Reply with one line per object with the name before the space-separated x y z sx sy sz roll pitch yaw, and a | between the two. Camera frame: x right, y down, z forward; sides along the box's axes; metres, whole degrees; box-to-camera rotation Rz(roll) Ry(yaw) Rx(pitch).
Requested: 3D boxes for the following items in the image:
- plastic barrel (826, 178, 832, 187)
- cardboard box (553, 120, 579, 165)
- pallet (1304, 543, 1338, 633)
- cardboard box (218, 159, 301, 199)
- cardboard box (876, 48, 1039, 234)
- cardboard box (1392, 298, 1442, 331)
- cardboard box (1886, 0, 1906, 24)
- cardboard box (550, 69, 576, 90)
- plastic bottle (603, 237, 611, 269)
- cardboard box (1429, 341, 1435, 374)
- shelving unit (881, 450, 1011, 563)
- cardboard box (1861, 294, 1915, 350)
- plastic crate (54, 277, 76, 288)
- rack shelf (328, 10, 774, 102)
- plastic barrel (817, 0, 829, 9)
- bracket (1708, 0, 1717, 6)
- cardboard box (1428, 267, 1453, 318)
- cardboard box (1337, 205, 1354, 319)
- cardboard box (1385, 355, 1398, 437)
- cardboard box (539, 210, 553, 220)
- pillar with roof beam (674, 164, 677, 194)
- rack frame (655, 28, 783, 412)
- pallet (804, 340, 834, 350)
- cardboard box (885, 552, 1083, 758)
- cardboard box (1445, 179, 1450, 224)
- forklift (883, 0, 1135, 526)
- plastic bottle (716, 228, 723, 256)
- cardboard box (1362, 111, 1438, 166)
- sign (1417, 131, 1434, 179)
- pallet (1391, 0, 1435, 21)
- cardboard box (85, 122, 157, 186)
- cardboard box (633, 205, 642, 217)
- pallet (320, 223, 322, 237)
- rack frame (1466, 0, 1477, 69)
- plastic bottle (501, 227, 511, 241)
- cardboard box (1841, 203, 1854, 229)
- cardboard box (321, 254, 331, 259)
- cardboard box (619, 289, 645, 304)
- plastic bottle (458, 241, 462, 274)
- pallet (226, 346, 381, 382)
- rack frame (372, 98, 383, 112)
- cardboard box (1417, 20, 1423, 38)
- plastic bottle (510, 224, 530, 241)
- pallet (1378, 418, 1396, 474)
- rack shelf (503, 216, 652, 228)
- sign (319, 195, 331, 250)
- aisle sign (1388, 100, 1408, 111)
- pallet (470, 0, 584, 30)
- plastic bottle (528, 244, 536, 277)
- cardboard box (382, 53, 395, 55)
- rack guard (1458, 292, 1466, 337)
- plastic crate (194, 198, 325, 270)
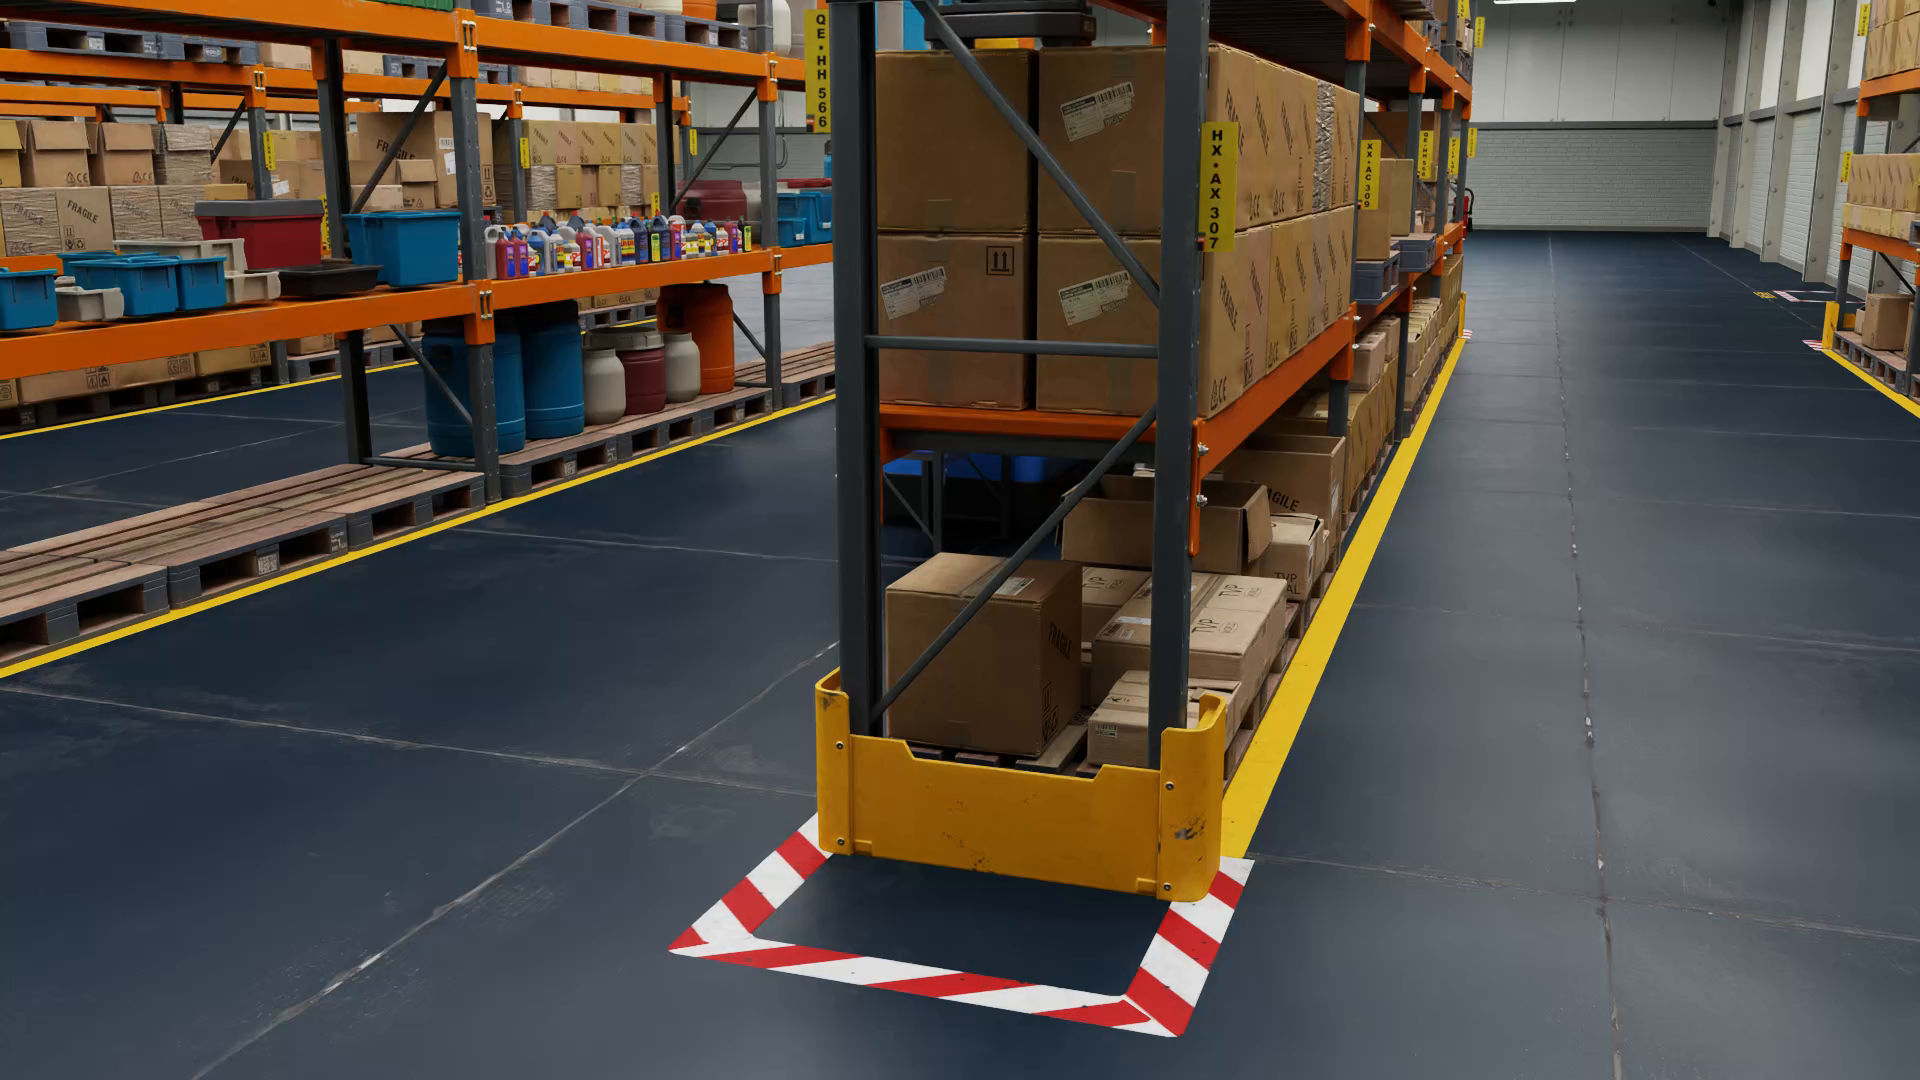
plastic barrel | -1.178 -3.283 16.324 0.433 0.535 0.433 0 13 0
cardboard box | -4.801 -4.622 19.357 0.500 0.500 0.500 4 14 18
pallet | 1.213 0.144 7.884 1.003 0.211 1.213 4 14 18
cardboard box | -6.505 -3.287 15.478 0.500 0.500 0.500 3 13 11
cardboard box | 0.026 -1.168 4.892 0.500 0.500 0.500 4 14 18
cardboard box | 4.165 -2.076 15.320 0.500 0.311 0.500 4 14 18
cardboard box | 9.288 -5.265 16.058 0.500 0.500 0.500 5 14 20
cardboard box | -4.793 -5.336 19.222 0.500 0.250 0.500 4 14 18
plastic bottle | -2.376 -1.908 11.054 0.097 0.201 0.097 0 13 0
cardboard box | 3.835 -1.587 14.434 0.500 0.250 0.500 5 14 20
shelving unit | -0.143 -0.647 8.453 0.538 1.500 1.048 5 14 20
cardboard box | 9.229 -2.117 16.150 0.700 0.500 0.500 3 13 15
plastic crate | -4.198 -1.145 7.722 0.298 0.136 0.250 4 14 18
rack shelf | -2.602 -3.251 11.364 1.077 0.370 4.000 4 14 18
plastic barrel | -1.272 -4.527 14.374 0.600 0.830 0.708 4 14 18
bracket | 20.871 -14.930 46.087 0.235 0.232 0.430 4 14 18
cardboard box | 4.626 -2.456 16.556 0.500 0.500 0.500 4 14 18
cardboard box | 1.517 -1.285 7.654 0.500 0.500 0.500 5 14 19
cardboard box | 2.650 -0.985 11.189 0.500 0.500 0.500 5 14 21
cardboard box | -4.900 -3.712 19.073 0.380 0.149 0.250 4 14 18
pillar with roof beam | -5.426 -14.521 52.385 9.100 9.000 0.548 4 14 18
rack frame | -1.955 -2.560 13.463 1.000 3.000 0.127 4 14 18
pallet | -0.878 -1.875 16.727 1.003 0.211 1.213 4 14 18
cardboard box | 0.085 0.354 5.326 0.500 0.500 0.500 4 14 18
cardboard box | 5.156 -3.838 18.839 0.700 0.500 0.500 4 14 18
forklift | 0.478 -1.781 10.204 1.130 2.935 3.031 5 14 20
plastic bottle | -1.843 -2.255 12.574 0.097 0.201 0.097 0 13 0
cardboard box | 4.162 -3.820 15.843 0.700 0.500 0.500 4 14 19
sign | 3.247 -2.691 11.615 0.100 0.325 0.005 4 14 18
pallet | 2.047 -3.082 9.431 1.213 0.211 1.003 4 14 18
cardboard box | -7.107 -3.165 13.633 0.797 0.503 0.637 5 14 20
cardboard box | -4.279 -4.194 21.185 0.380 0.149 0.250 4 14 18
pallet | -6.512 -2.981 15.738 1.213 0.211 1.003 4 14 18
rack frame | 5.319 -6.812 18.609 1.000 3.000 0.127 4 14 18
plastic bottle | -3.022 -1.939 11.033 0.097 0.271 0.097 0 13 0
cardboard box | 9.549 -3.388 17.382 0.500 0.250 0.500 4 13 17
cardboard box | -9.153 -3.815 22.794 0.875 0.875 0.875 4 13 18
cardboard box | -4.432 -3.328 21.504 0.500 0.500 0.500 9 15 33
plastic bottle | -3.185 -1.799 10.576 0.097 0.201 0.097 0 13 0
pallet | -6.387 -1.722 16.056 1.003 0.211 1.213 4 14 18
rack frame | -8.714 -4.979 24.063 1.000 3.000 0.127 4 14 18
cardboard box | 2.621 -3.619 11.139 0.910 0.500 0.500 4 14 18
plastic bottle | -3.028 -2.024 11.393 0.152 0.276 0.135 4 14 18
pallet | 2.453 -0.689 11.531 1.003 0.211 1.213 4 14 18
rack shelf | -4.700 -3.829 20.640 1.077 0.370 4.000 4 14 18
sign | -3.769 -1.893 9.918 0.100 0.325 0.005 4 14 18
aisle sign | 5.051 -5.190 19.145 0.394 0.787 0.004 4 14 18
pallet | -3.088 -3.260 10.214 1.213 0.211 1.003 4 14 18
plastic bottle | -2.664 -1.721 10.234 0.097 0.201 0.097 0 13 0
cardboard box | -5.859 -4.910 16.600 0.380 0.166 0.250 4 13 17
rack guard | 5.327 -2.673 19.577 1.175 0.500 0.348 4 14 18
plastic crate | -3.775 -1.608 9.015 0.402 0.464 0.583 4 14 18
